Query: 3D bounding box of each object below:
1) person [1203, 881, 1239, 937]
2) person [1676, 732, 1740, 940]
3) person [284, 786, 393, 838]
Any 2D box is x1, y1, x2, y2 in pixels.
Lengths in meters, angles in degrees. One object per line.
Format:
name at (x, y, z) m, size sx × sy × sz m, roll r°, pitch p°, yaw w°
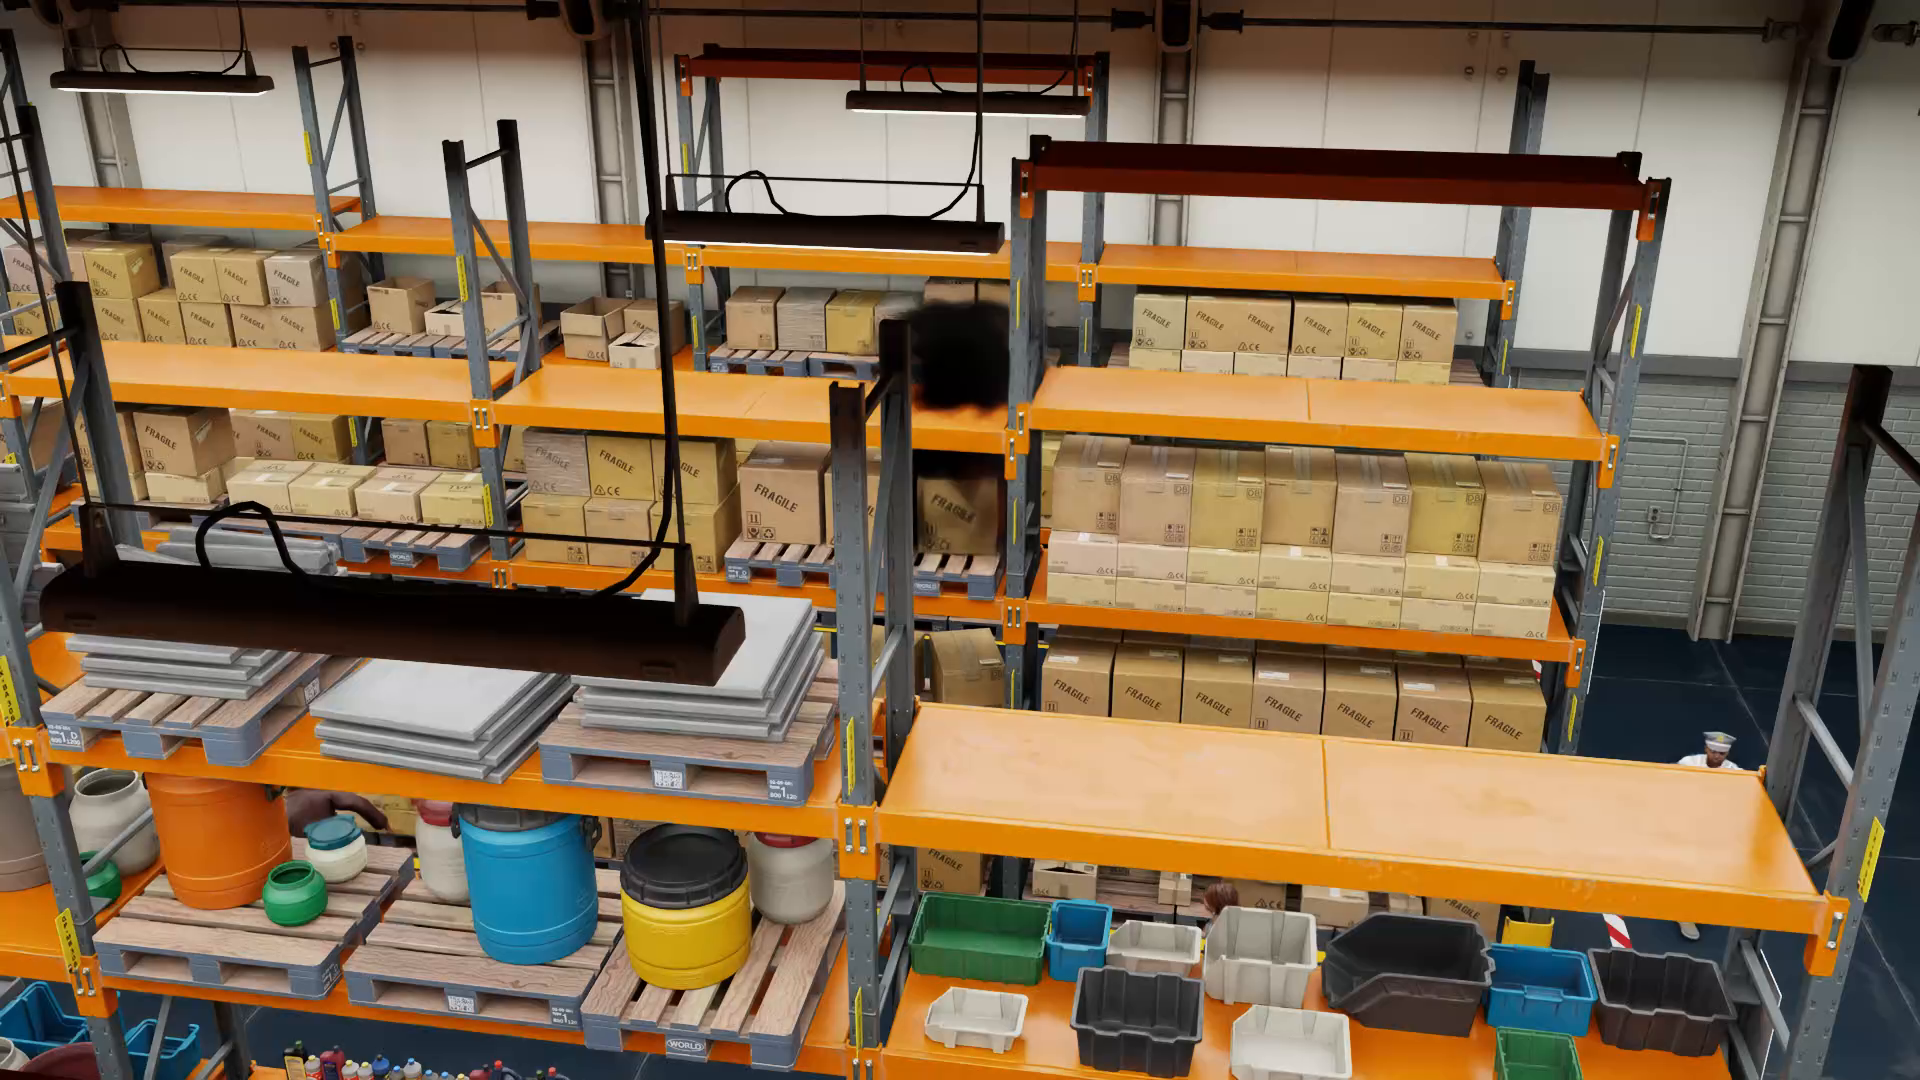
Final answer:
person at (1.908, 2.996, 11.335) m, size 0.915 × 1.586 × 0.542 m, roll 1°, pitch 23°, yaw 3°
person at (5.802, 2.194, 13.012) m, size 0.563 × 1.674 × 0.858 m, roll 6°, pitch 24°, yaw 13°
person at (-4.763, 2.388, 12.537) m, size 0.776 × 1.681 × 0.842 m, roll 14°, pitch 27°, yaw 29°
